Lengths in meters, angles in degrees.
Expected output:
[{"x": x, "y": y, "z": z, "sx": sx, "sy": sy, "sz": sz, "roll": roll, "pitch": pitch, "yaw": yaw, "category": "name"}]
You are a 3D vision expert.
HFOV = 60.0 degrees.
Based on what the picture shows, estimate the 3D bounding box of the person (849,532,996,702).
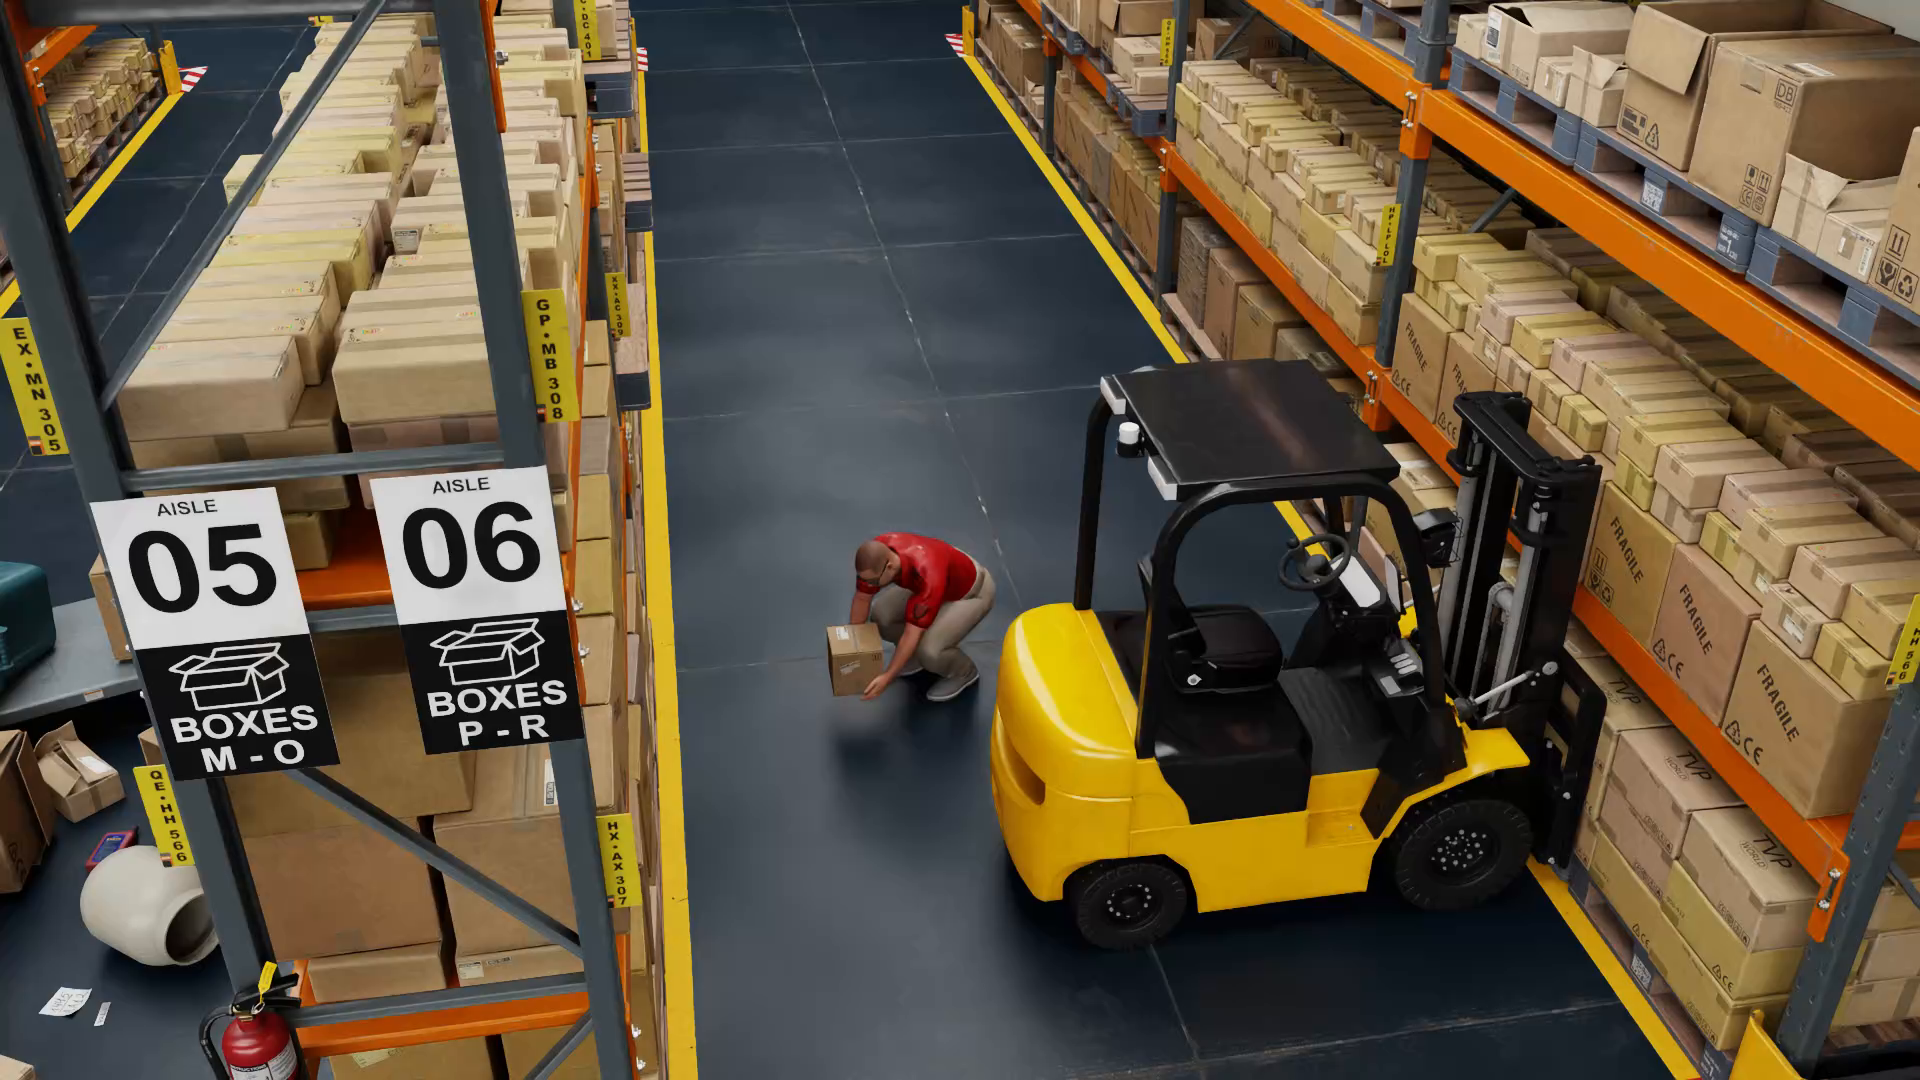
[{"x": -0.215, "y": 0.337, "z": 8.305, "sx": 0.893, "sy": 1.001, "sz": 0.568, "roll": -22, "pitch": 37, "yaw": -32, "category": "person"}]
